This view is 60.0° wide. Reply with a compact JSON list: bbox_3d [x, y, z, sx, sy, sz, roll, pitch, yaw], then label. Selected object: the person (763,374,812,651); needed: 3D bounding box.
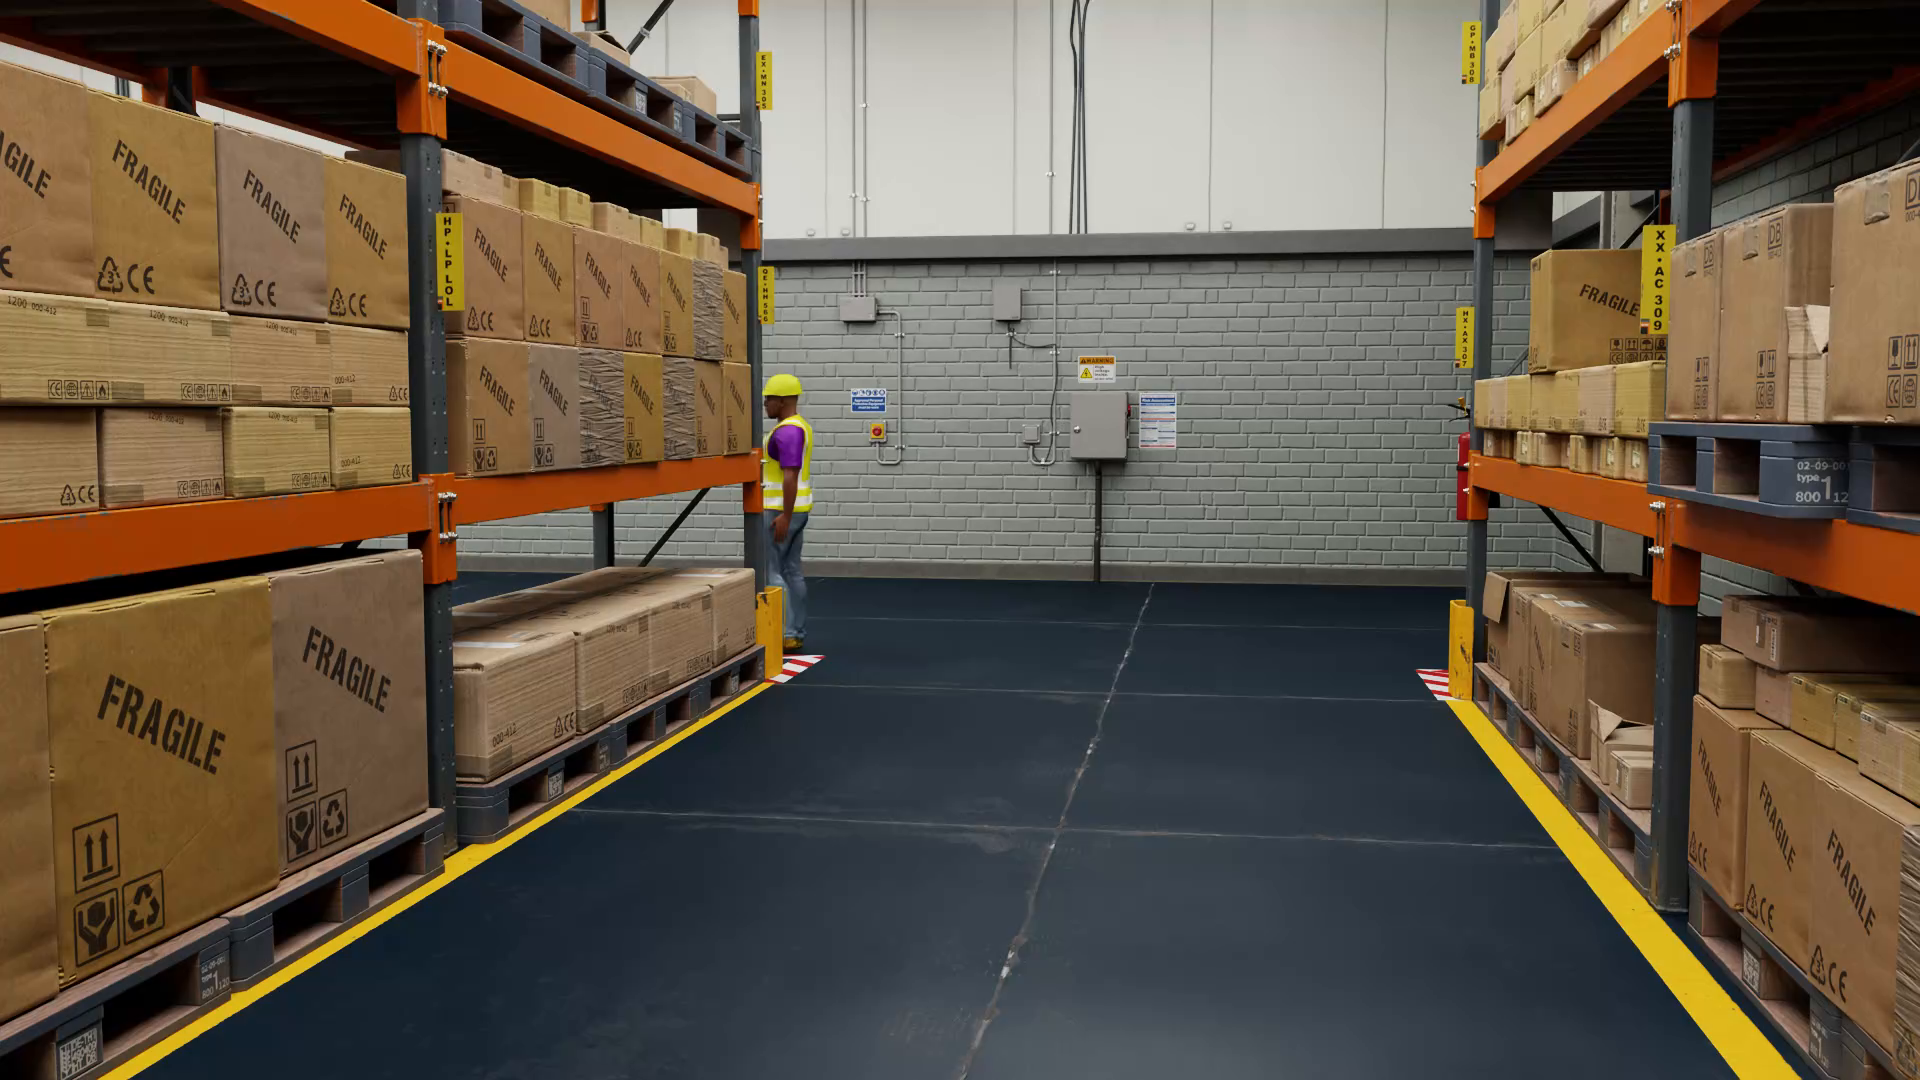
[{"bbox_3d":[-1.141,-0.168,10.715,0.379,1.796,0.600,0,4,3],"label":"person"}]
